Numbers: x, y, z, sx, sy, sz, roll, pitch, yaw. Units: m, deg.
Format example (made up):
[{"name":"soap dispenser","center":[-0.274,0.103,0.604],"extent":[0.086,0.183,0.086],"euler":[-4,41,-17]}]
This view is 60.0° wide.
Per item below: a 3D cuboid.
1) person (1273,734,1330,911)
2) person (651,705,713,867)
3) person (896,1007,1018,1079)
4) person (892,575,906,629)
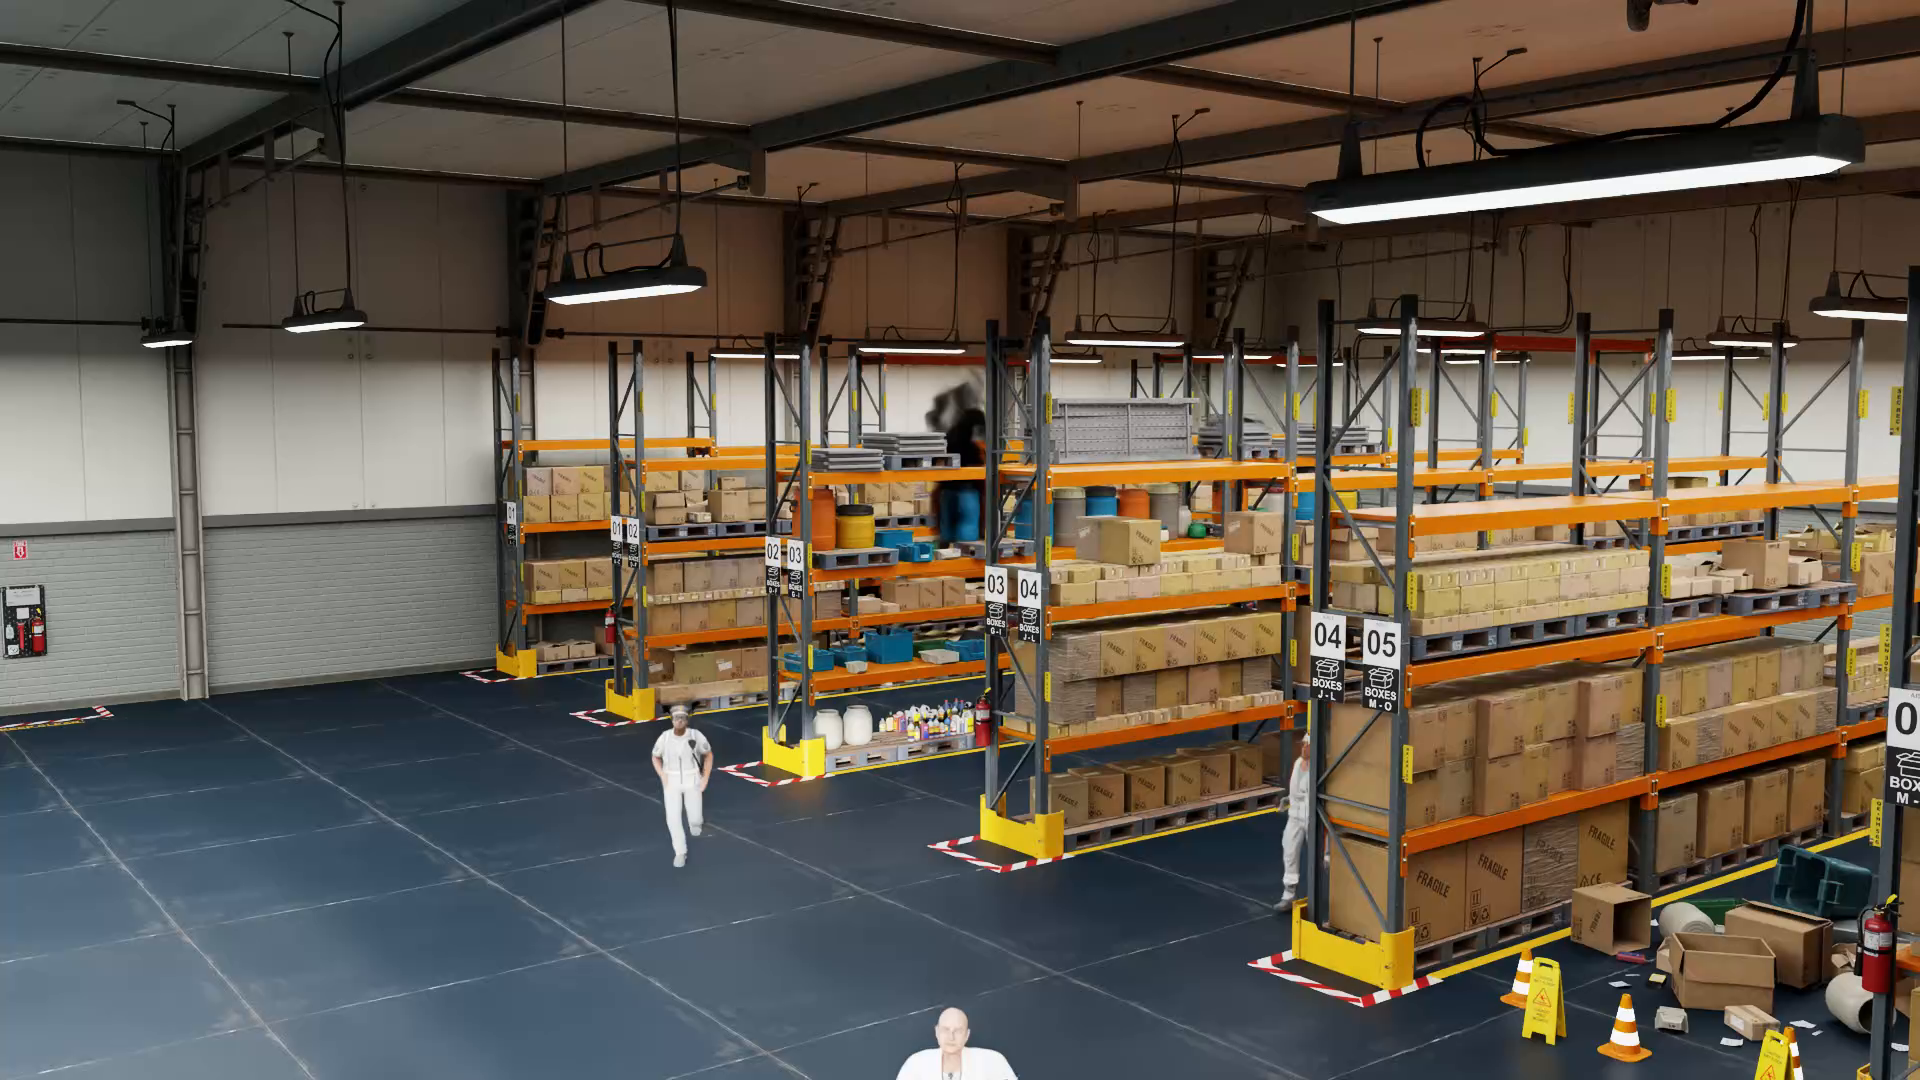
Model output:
[{"name":"person","center":[3.502,2.805,16.689],"extent":[0.954,1.768,0.667],"euler":[-4,6,-39]},{"name":"person","center":[-3.090,2.696,18.519],"extent":[0.679,1.756,0.741],"euler":[-1,5,-10]},{"name":"person","center":[-0.035,3.486,9.290],"extent":[0.754,1.724,0.586],"euler":[0,5,5]},{"name":"person","center":[-1.243,1.453,32.803],"extent":[0.528,1.644,0.589],"euler":[-4,7,-40]}]
